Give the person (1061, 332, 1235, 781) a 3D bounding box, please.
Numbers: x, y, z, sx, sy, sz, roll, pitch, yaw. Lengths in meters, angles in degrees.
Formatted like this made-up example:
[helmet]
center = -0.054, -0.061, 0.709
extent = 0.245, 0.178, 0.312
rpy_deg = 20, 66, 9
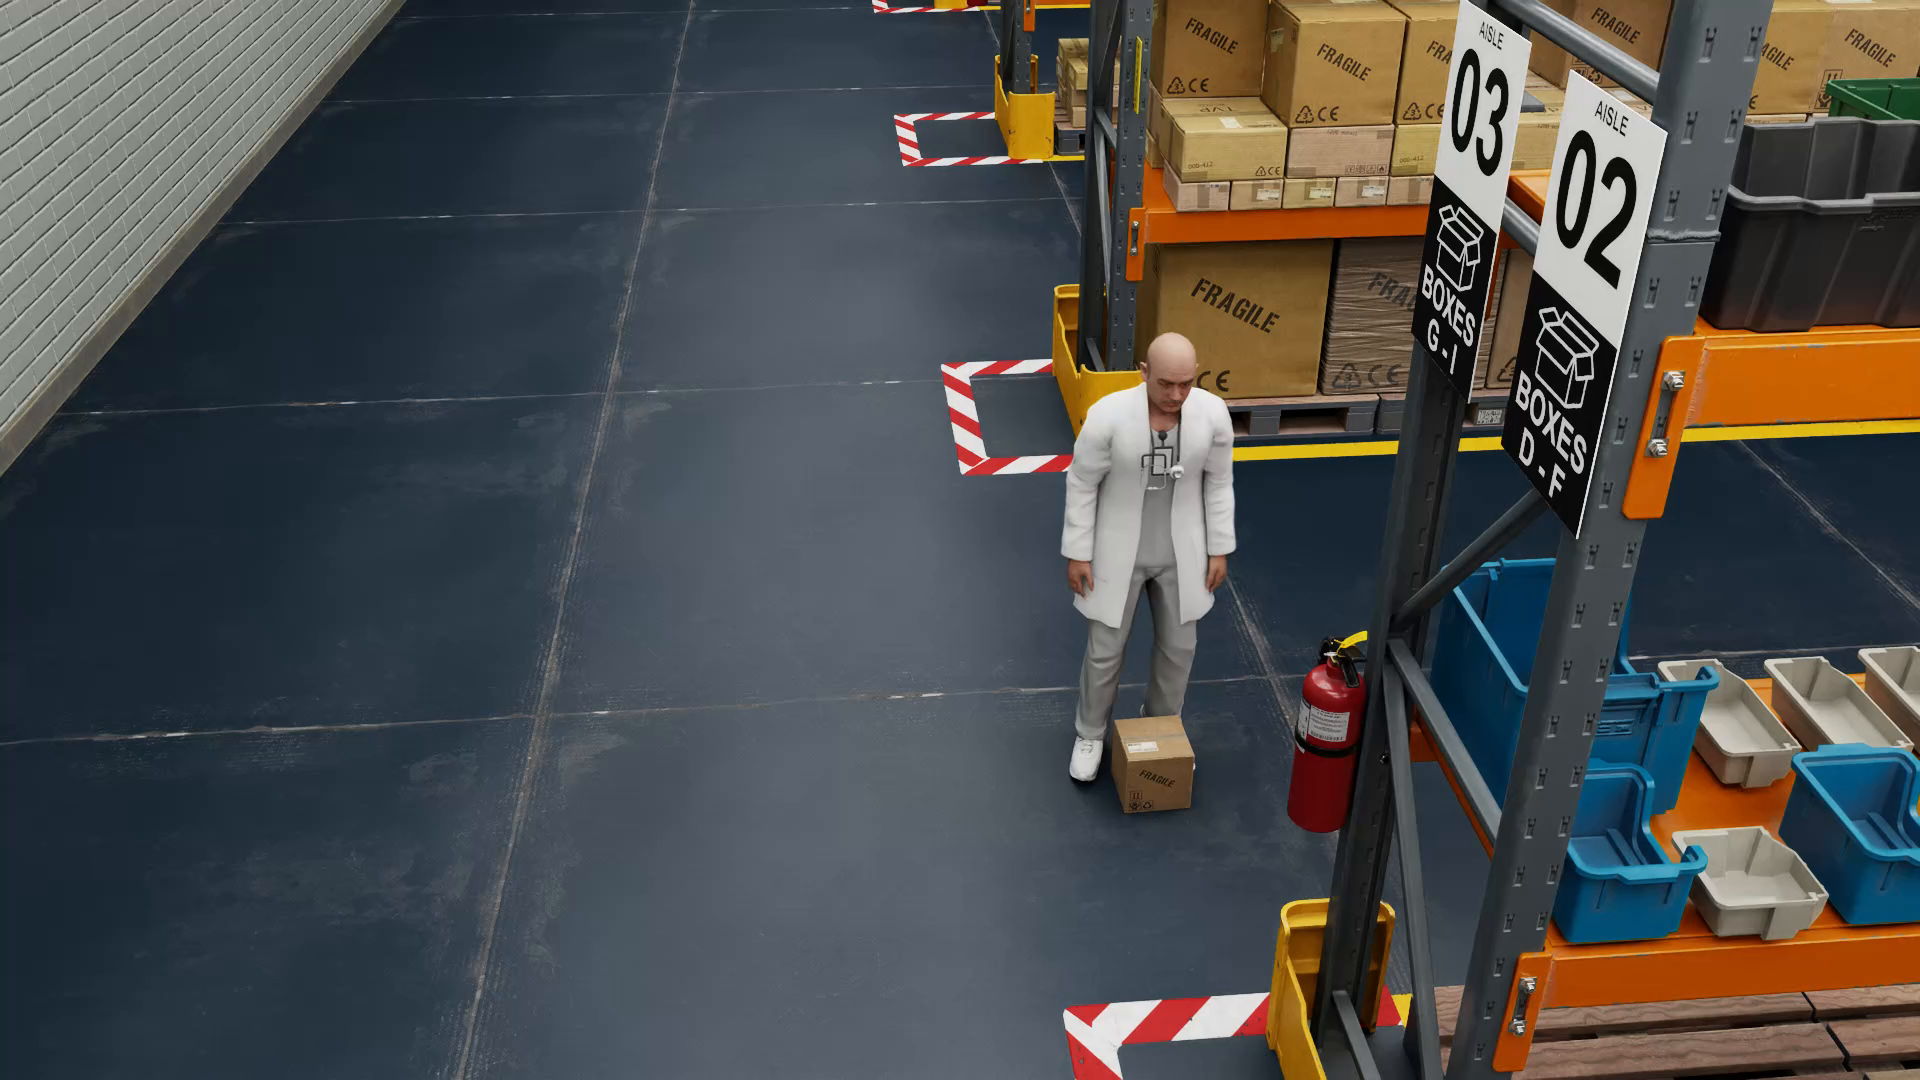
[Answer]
[person]
center = 0.684, 0.056, 6.053
extent = 0.640, 1.773, 0.426
rpy_deg = -3, 31, -5
